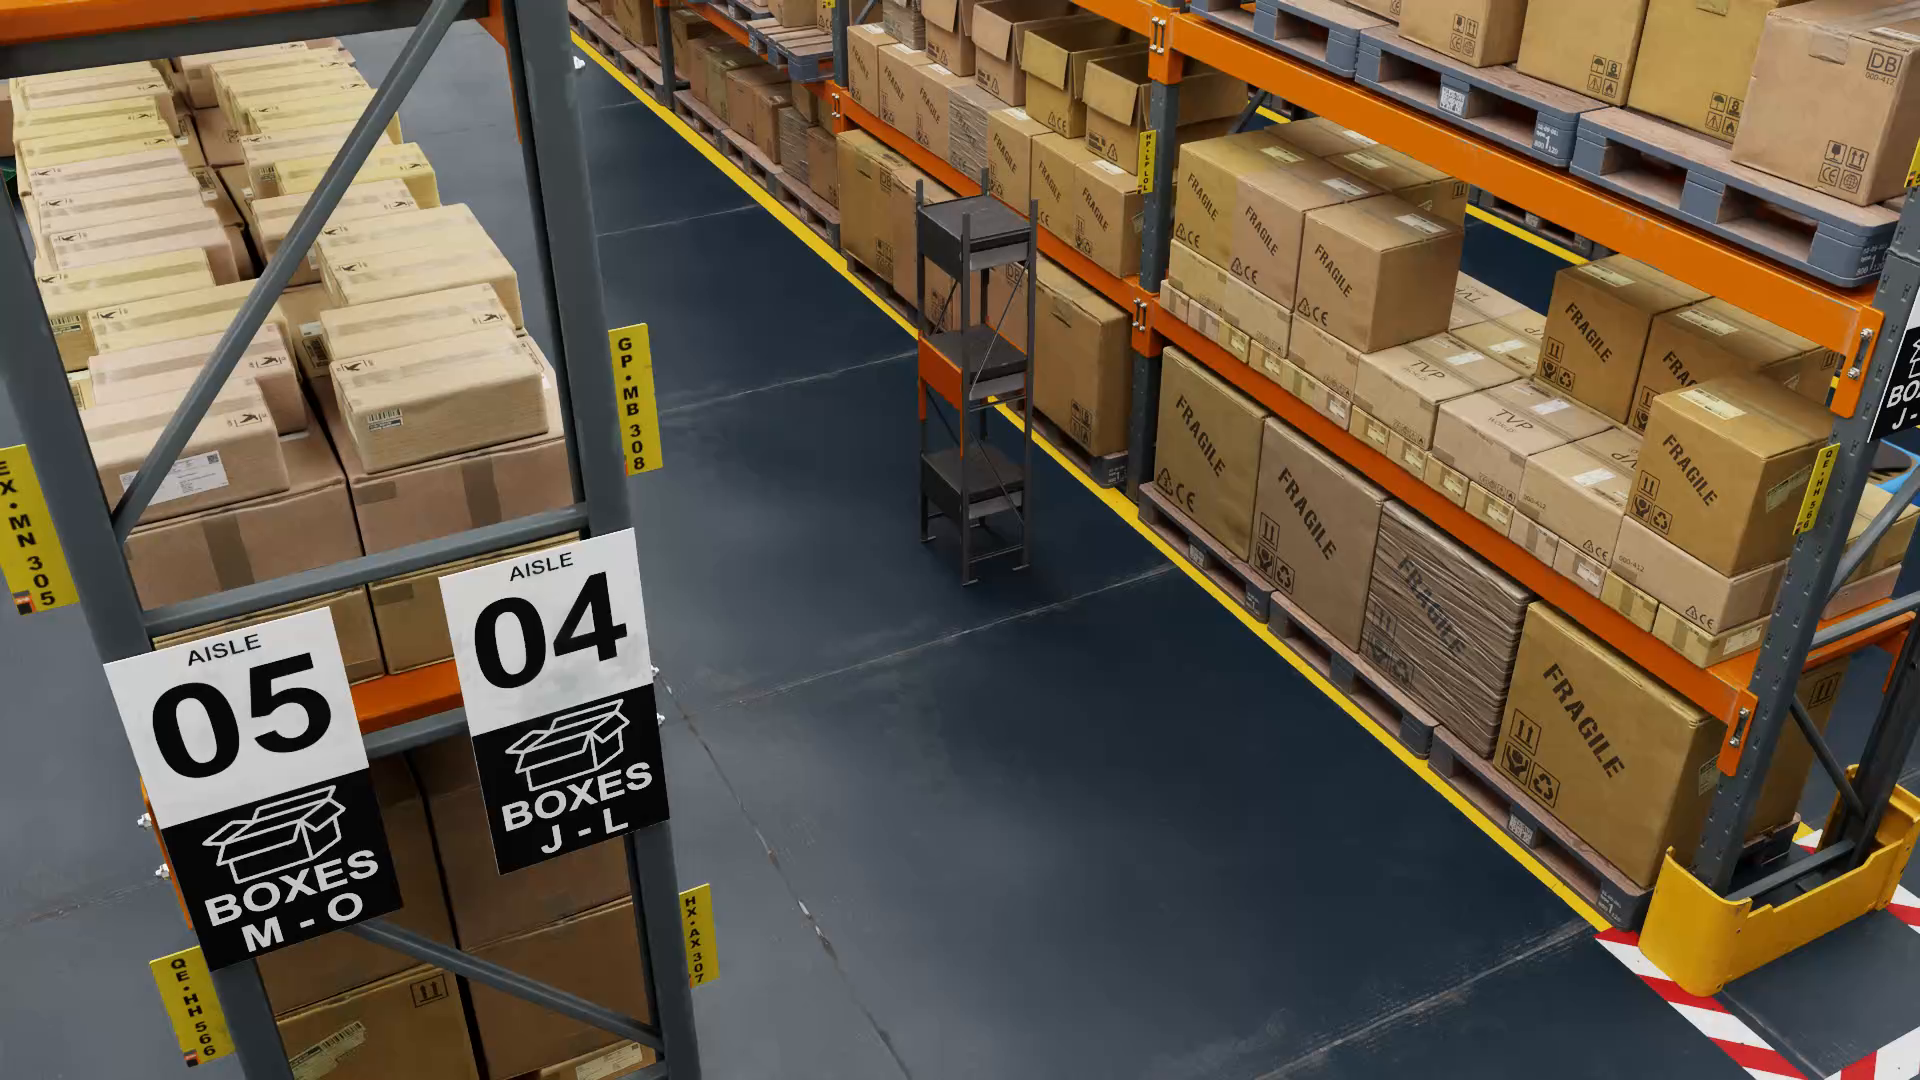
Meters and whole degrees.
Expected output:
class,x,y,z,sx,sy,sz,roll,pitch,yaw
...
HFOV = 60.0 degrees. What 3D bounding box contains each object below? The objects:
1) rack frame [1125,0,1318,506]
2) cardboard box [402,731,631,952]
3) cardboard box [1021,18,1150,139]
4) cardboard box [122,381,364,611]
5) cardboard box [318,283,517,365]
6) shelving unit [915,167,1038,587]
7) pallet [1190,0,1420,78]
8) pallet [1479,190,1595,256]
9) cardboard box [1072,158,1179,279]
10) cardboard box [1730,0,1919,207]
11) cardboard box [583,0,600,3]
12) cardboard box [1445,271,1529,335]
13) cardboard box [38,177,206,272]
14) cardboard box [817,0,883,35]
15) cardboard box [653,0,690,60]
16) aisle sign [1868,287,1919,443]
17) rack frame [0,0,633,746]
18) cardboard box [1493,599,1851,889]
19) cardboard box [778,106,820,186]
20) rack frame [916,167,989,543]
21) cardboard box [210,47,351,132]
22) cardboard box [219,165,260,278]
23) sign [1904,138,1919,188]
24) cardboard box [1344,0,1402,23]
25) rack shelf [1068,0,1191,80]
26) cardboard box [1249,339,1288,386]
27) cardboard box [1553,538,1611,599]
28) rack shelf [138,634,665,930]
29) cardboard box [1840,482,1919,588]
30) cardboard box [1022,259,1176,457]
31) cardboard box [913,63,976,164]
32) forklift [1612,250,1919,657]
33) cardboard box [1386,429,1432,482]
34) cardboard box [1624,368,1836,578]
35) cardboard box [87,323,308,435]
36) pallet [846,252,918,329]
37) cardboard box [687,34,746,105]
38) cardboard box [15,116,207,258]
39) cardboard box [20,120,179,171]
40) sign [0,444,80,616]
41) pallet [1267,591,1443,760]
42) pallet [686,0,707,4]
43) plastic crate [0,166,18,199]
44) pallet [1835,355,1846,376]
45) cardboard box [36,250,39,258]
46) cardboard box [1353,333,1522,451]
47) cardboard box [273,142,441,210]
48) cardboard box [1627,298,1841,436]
class,x,y,z,sx,sy,sz,roll,pitch,yaw
rack frame,1.432,-1.616,9.011,1.000,3.000,0.127,-16,36,-23
cardboard box,-1.113,0.623,4.221,0.500,0.500,0.500,-16,36,-23
cardboard box,0.817,-2.714,9.702,0.797,0.503,0.637,-15,36,-23
cardboard box,-1.578,-0.074,3.499,0.500,0.250,0.500,-17,36,-25
cardboard box,-1.191,-0.424,3.676,0.380,0.149,0.250,-14,35,-21
shelving unit,0.077,-0.805,8.579,0.431,2.100,0.503,-16,36,-23
pallet,1.804,-2.449,7.612,1.003,0.211,1.213,-16,36,-23
pallet,4.918,-2.650,13.209,1.003,0.211,1.213,-16,36,-23
cardboard box,0.972,-1.813,9.225,0.500,0.500,0.500,-16,36,-23
cardboard box,3.007,-1.466,5.421,0.700,0.500,0.500,-18,37,-26
cardboard box,-3.887,-6.165,18.039,0.500,0.500,0.500,-9,34,-14
cardboard box,2.351,-1.044,7.981,0.500,0.250,0.500,-15,36,-22
cardboard box,-2.122,-0.790,4.247,0.380,0.149,0.250,-15,36,-22
cardboard box,-0.721,-3.992,12.237,0.500,0.500,0.500,-21,38,-29
cardboard box,-2.723,-5.031,16.268,0.500,0.500,0.500,-5,33,-8
aisle sign,3.065,-0.692,5.159,0.394,0.787,0.004,-16,36,-23
rack frame,-1.138,-1.034,2.541,1.000,3.000,0.127,-16,36,-23
cardboard box,2.927,0.725,6.936,0.875,0.875,0.875,-16,36,-23
cardboard box,-1.033,-3.234,13.445,0.700,0.500,0.500,-19,37,-27
rack frame,-0.037,-0.922,8.761,0.400,2.100,0.015,-16,36,-23
cardboard box,-2.122,-1.419,5.229,0.380,0.149,0.250,-17,37,-25
cardboard box,-1.820,-0.927,4.830,0.500,0.250,0.500,-17,36,-25
sign,2.810,-1.180,4.802,0.100,0.325,0.005,-16,36,-23
cardboard box,2.096,-2.524,7.073,0.700,0.500,0.500,-14,35,-21
rack shelf,0.499,-3.531,9.886,1.077,0.370,4.000,-16,36,-23
cardboard box,1.645,-0.910,8.141,0.380,0.149,0.250,-17,36,-24
cardboard box,2.600,0.067,6.616,0.380,0.149,0.250,-16,36,-23
rack shelf,-2.071,-0.423,5.034,1.077,0.370,4.000,-16,36,-23
cardboard box,3.312,-0.066,6.455,0.500,0.250,0.500,-17,36,-24
cardboard box,1.116,-1.199,9.940,1.225,0.875,0.875,-16,36,-23
cardboard box,0.037,-2.778,10.731,0.500,0.500,0.500,-17,36,-24
forklift,3.430,-1.229,8.470,1.130,2.935,3.031,-18,37,-26
cardboard box,2.127,-0.418,7.374,0.380,0.149,0.250,-15,36,-22
cardboard box,2.837,-0.252,6.049,0.500,0.500,0.500,-15,36,-23
cardboard box,-1.601,-0.308,3.494,0.380,0.149,0.250,-15,36,-22
pallet,-0.132,-1.956,12.126,1.003,0.211,1.213,-16,36,-23
cardboard box,-2.031,-4.268,15.060,0.700,0.500,0.500,-19,37,-27
cardboard box,-2.541,-1.055,5.029,0.500,0.250,0.500,-15,36,-22
cardboard box,-2.378,-1.035,4.628,0.380,0.149,0.250,-17,36,-25
sign,-1.639,-0.014,2.908,0.100,0.325,0.005,-16,36,-23
pallet,2.290,0.523,8.256,1.003,0.211,1.213,-16,36,-23
pallet,-2.071,-4.952,14.395,1.003,0.211,1.213,-16,36,-23
plastic crate,-7.973,-2.828,13.456,0.450,0.188,0.662,10,33,-4
pallet,6.190,-1.347,11.175,1.003,0.211,1.213,-16,36,-23
cardboard box,-2.554,-0.839,5.157,0.500,0.250,0.500,-14,35,-21
cardboard box,2.116,-0.667,7.392,0.500,0.250,0.500,-16,36,-23
cardboard box,-1.618,-0.935,4.472,0.380,0.149,0.250,-15,35,-22
cardboard box,3.079,-0.621,6.625,0.500,0.500,0.500,-17,36,-24
